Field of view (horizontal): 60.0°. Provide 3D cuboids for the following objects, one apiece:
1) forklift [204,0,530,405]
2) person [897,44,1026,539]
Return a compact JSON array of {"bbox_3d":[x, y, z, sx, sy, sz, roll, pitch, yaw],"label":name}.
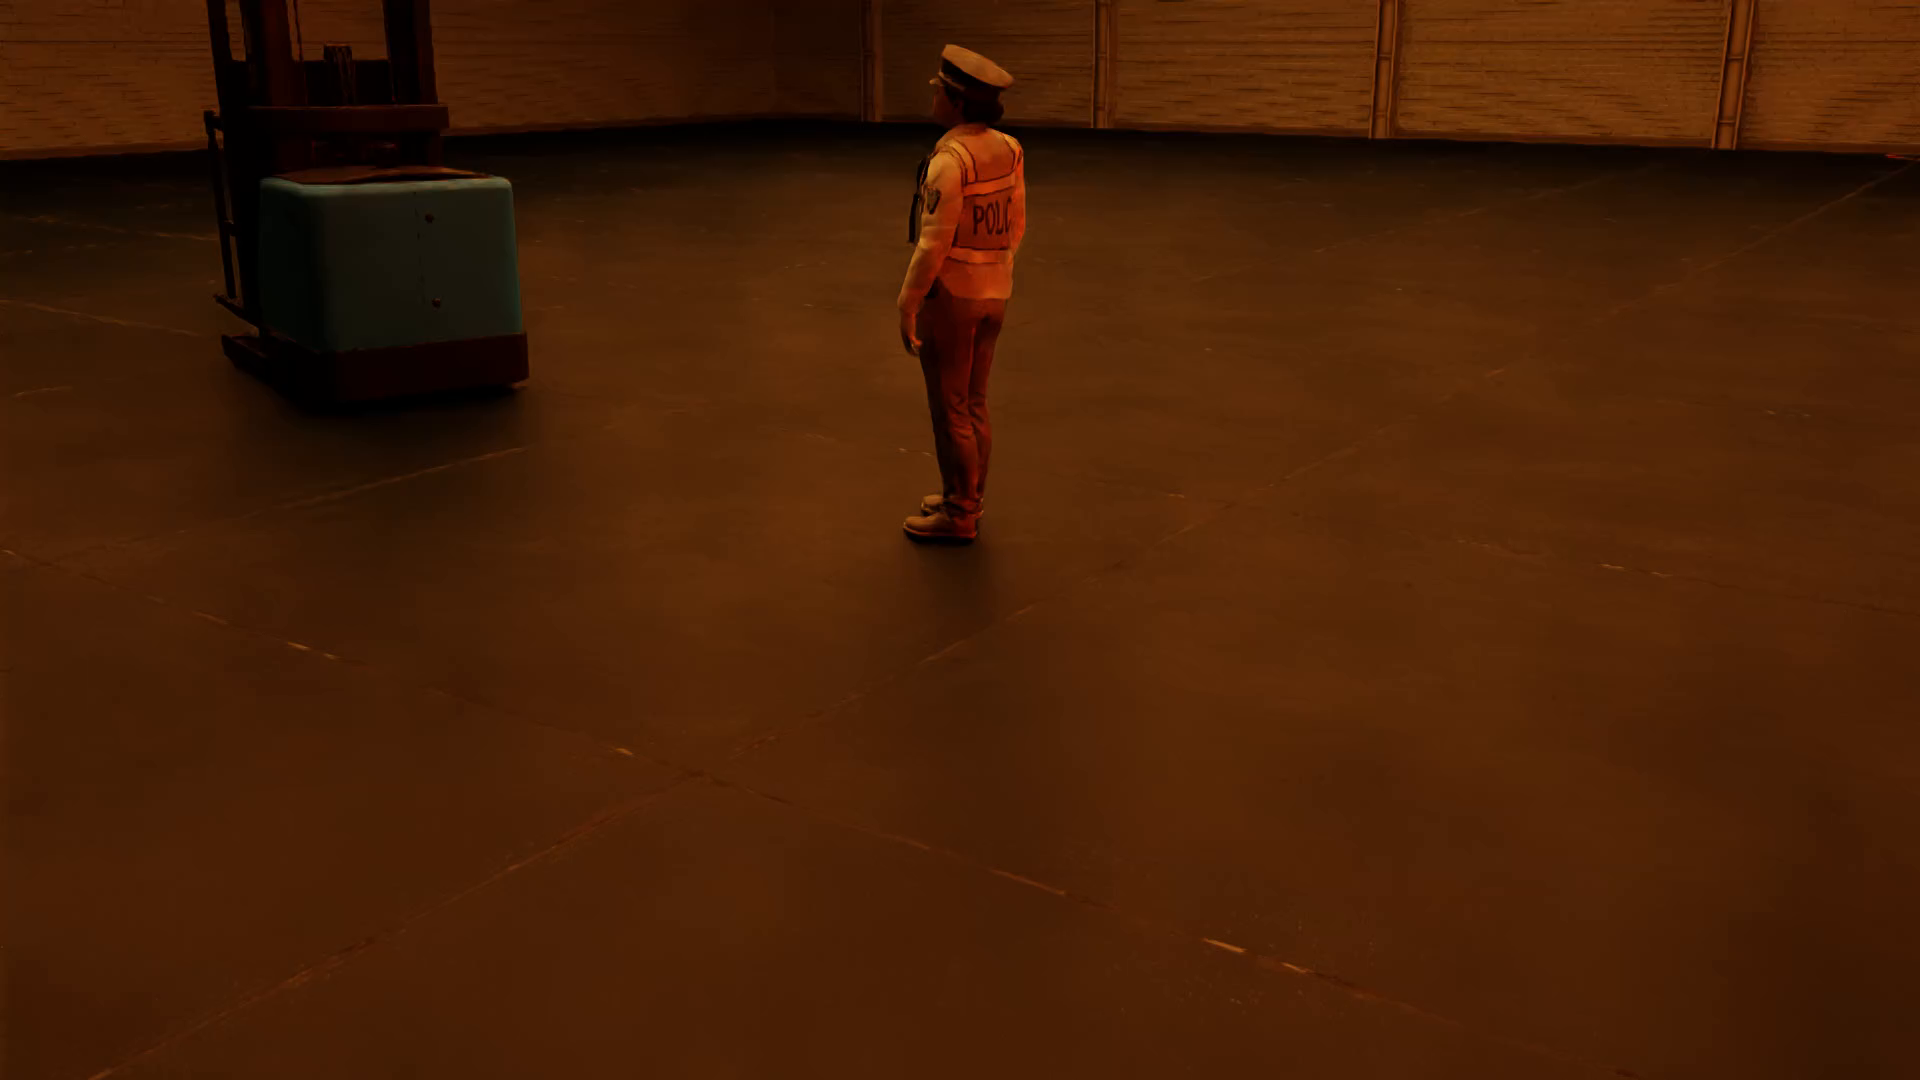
[{"bbox_3d":[-3.454,-2.416,8.913,1.130,2.935,3.031,-12,20,-34],"label":"forklift"},{"bbox_3d":[-0.052,-0.832,5.746,0.532,1.695,0.586,11,20,33],"label":"person"}]
